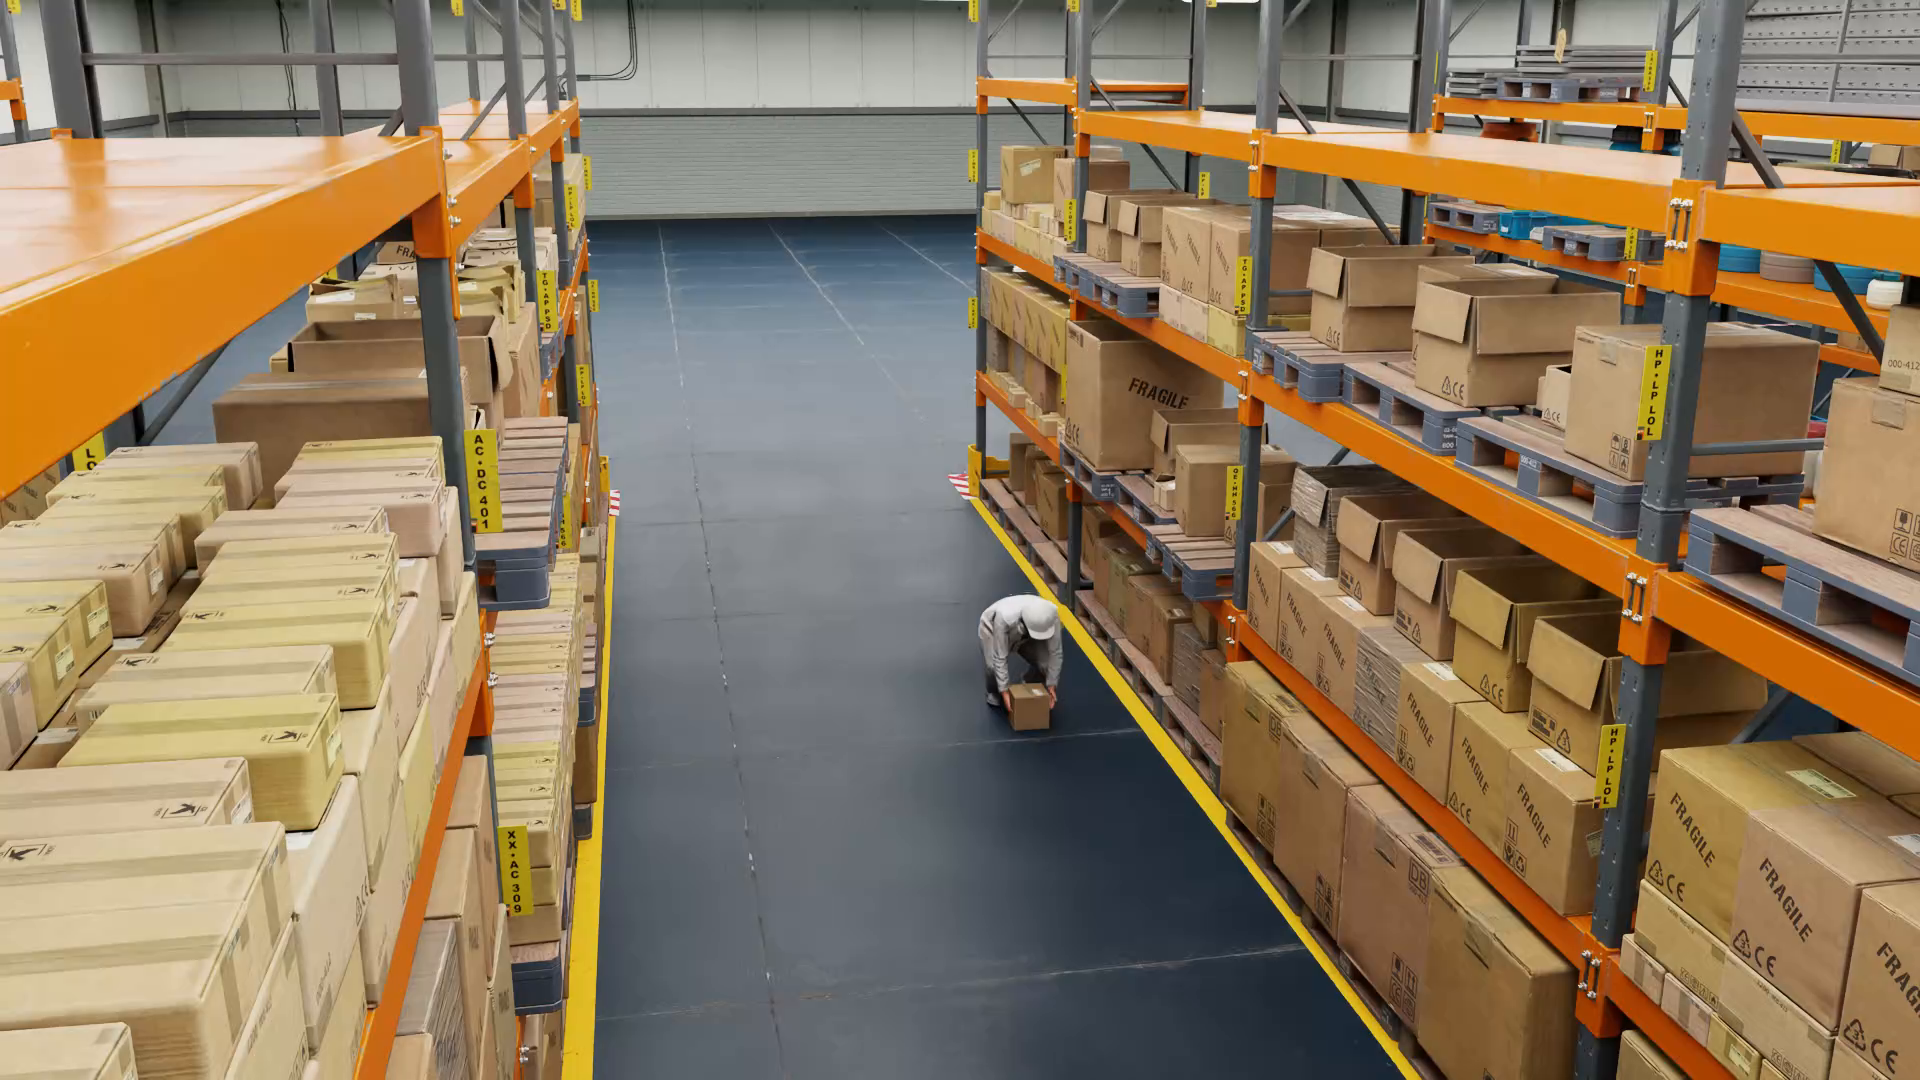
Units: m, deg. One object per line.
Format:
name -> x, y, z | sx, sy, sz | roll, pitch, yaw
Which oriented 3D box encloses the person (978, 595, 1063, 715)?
person -> 0.436, 0.760, 11.895 | 0.537, 0.930, 0.911 | -3, 17, -10
